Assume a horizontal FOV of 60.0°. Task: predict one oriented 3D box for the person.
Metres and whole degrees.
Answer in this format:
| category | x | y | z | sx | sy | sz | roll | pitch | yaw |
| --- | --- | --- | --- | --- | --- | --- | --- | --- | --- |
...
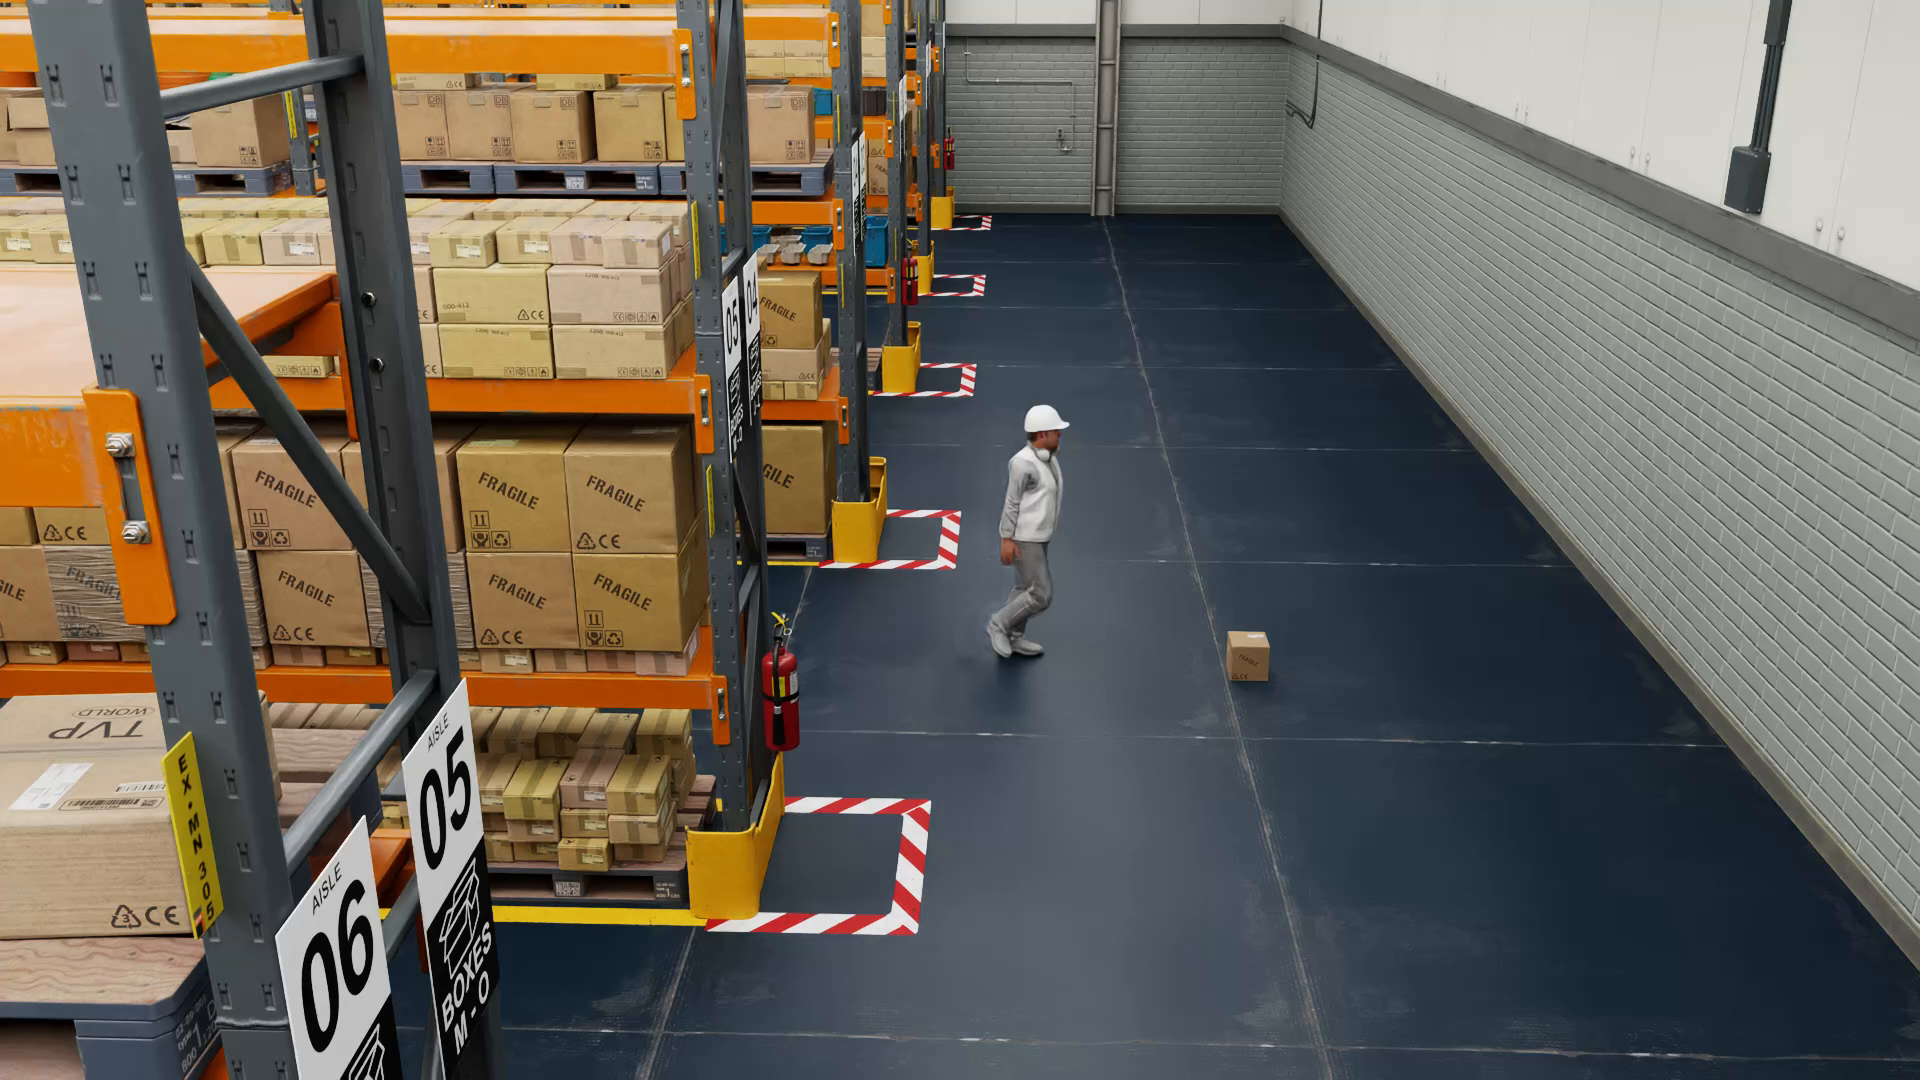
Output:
| category | x | y | z | sx | sy | sz | roll | pitch | yaw |
| --- | --- | --- | --- | --- | --- | --- | --- | --- | --- |
| person | 0.454 | -0.048 | 11.135 | 0.504 | 1.764 | 0.575 | 8 | 22 | 19 |
